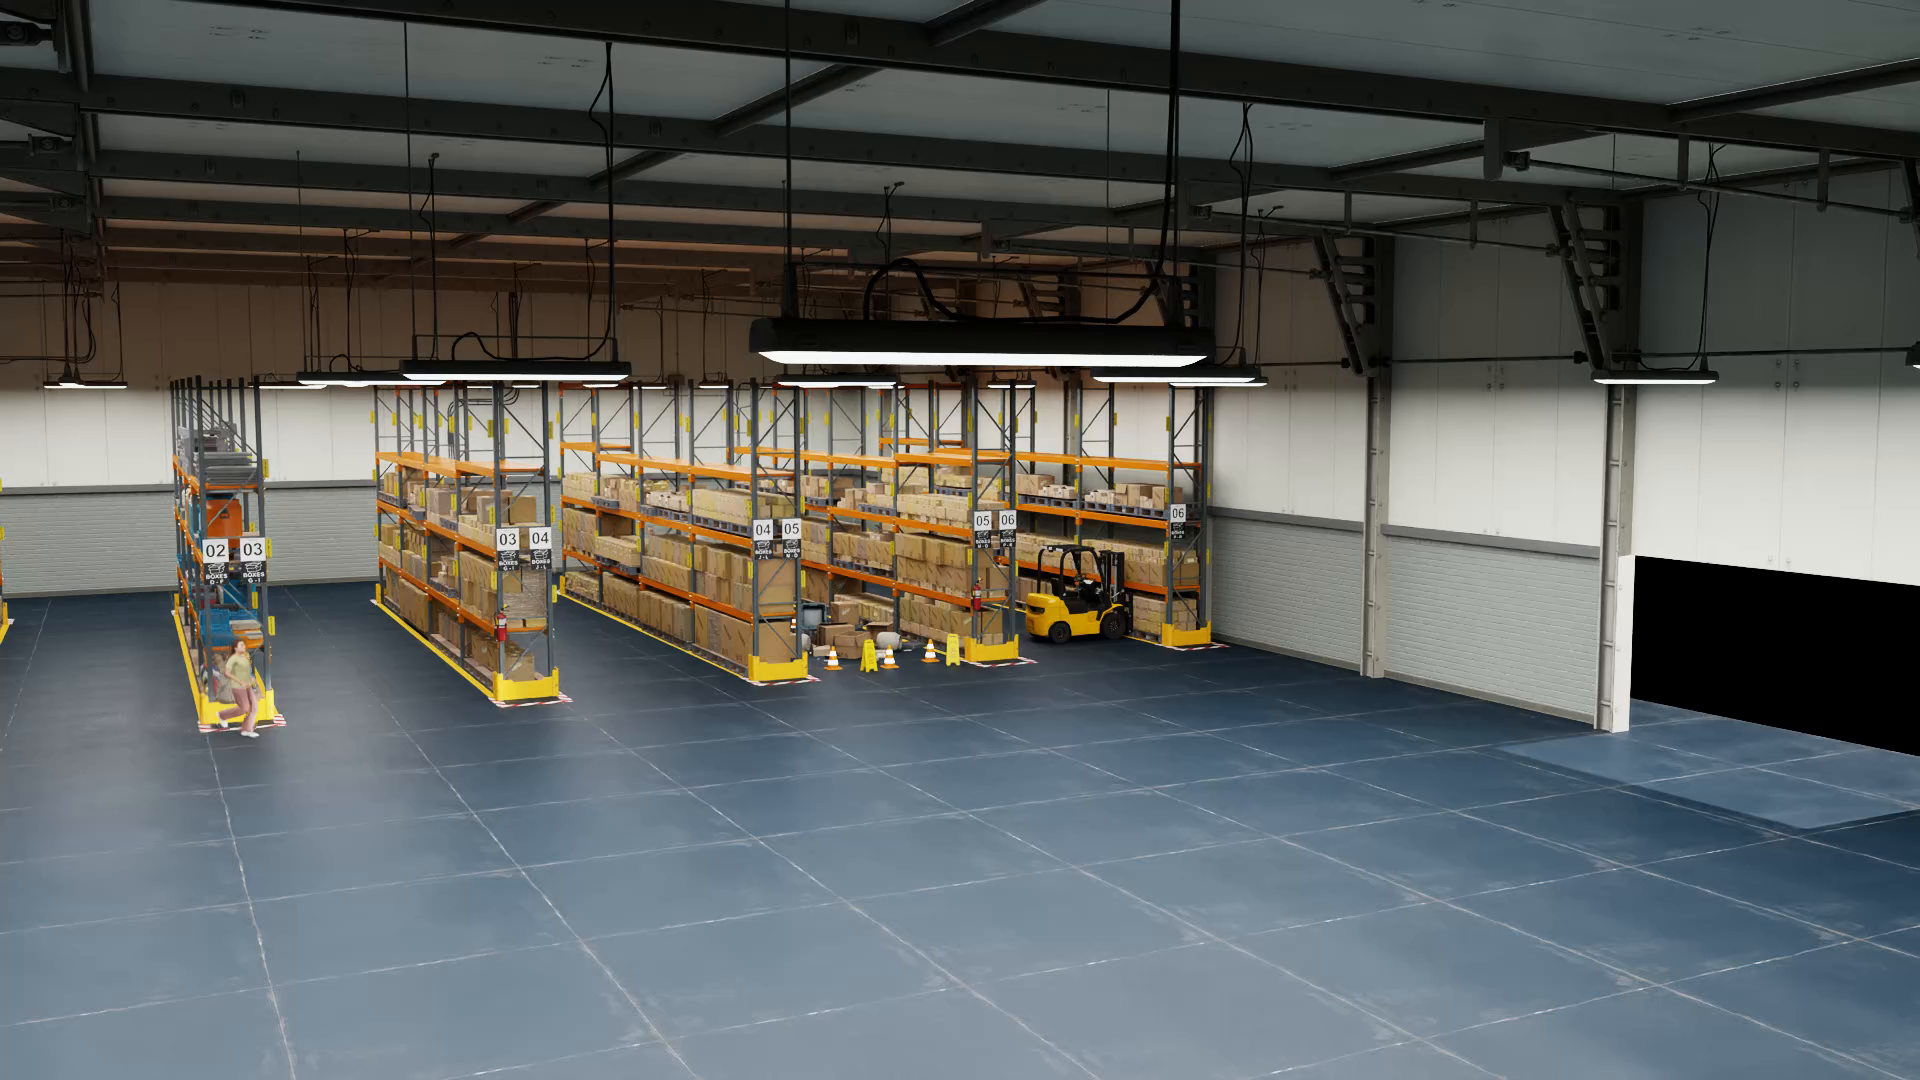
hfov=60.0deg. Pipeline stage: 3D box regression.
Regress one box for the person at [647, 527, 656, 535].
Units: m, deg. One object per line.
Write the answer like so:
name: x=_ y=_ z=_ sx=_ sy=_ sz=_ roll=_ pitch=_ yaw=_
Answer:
person: x=-9.057 y=0.446 z=50.007 sx=0.799 sy=1.714 sz=0.704 roll=-3 pitch=6 yaw=-30

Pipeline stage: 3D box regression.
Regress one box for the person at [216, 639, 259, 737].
person: x=-12.020 y=2.461 z=27.678 sx=0.711 sy=1.649 sz=0.590 roll=1 pitch=5 yaw=6

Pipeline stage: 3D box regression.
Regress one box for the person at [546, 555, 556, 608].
person: x=-10.947 y=0.946 z=43.721 sx=0.680 sy=1.839 sz=0.842 roll=-3 pitch=6 yaw=-31
